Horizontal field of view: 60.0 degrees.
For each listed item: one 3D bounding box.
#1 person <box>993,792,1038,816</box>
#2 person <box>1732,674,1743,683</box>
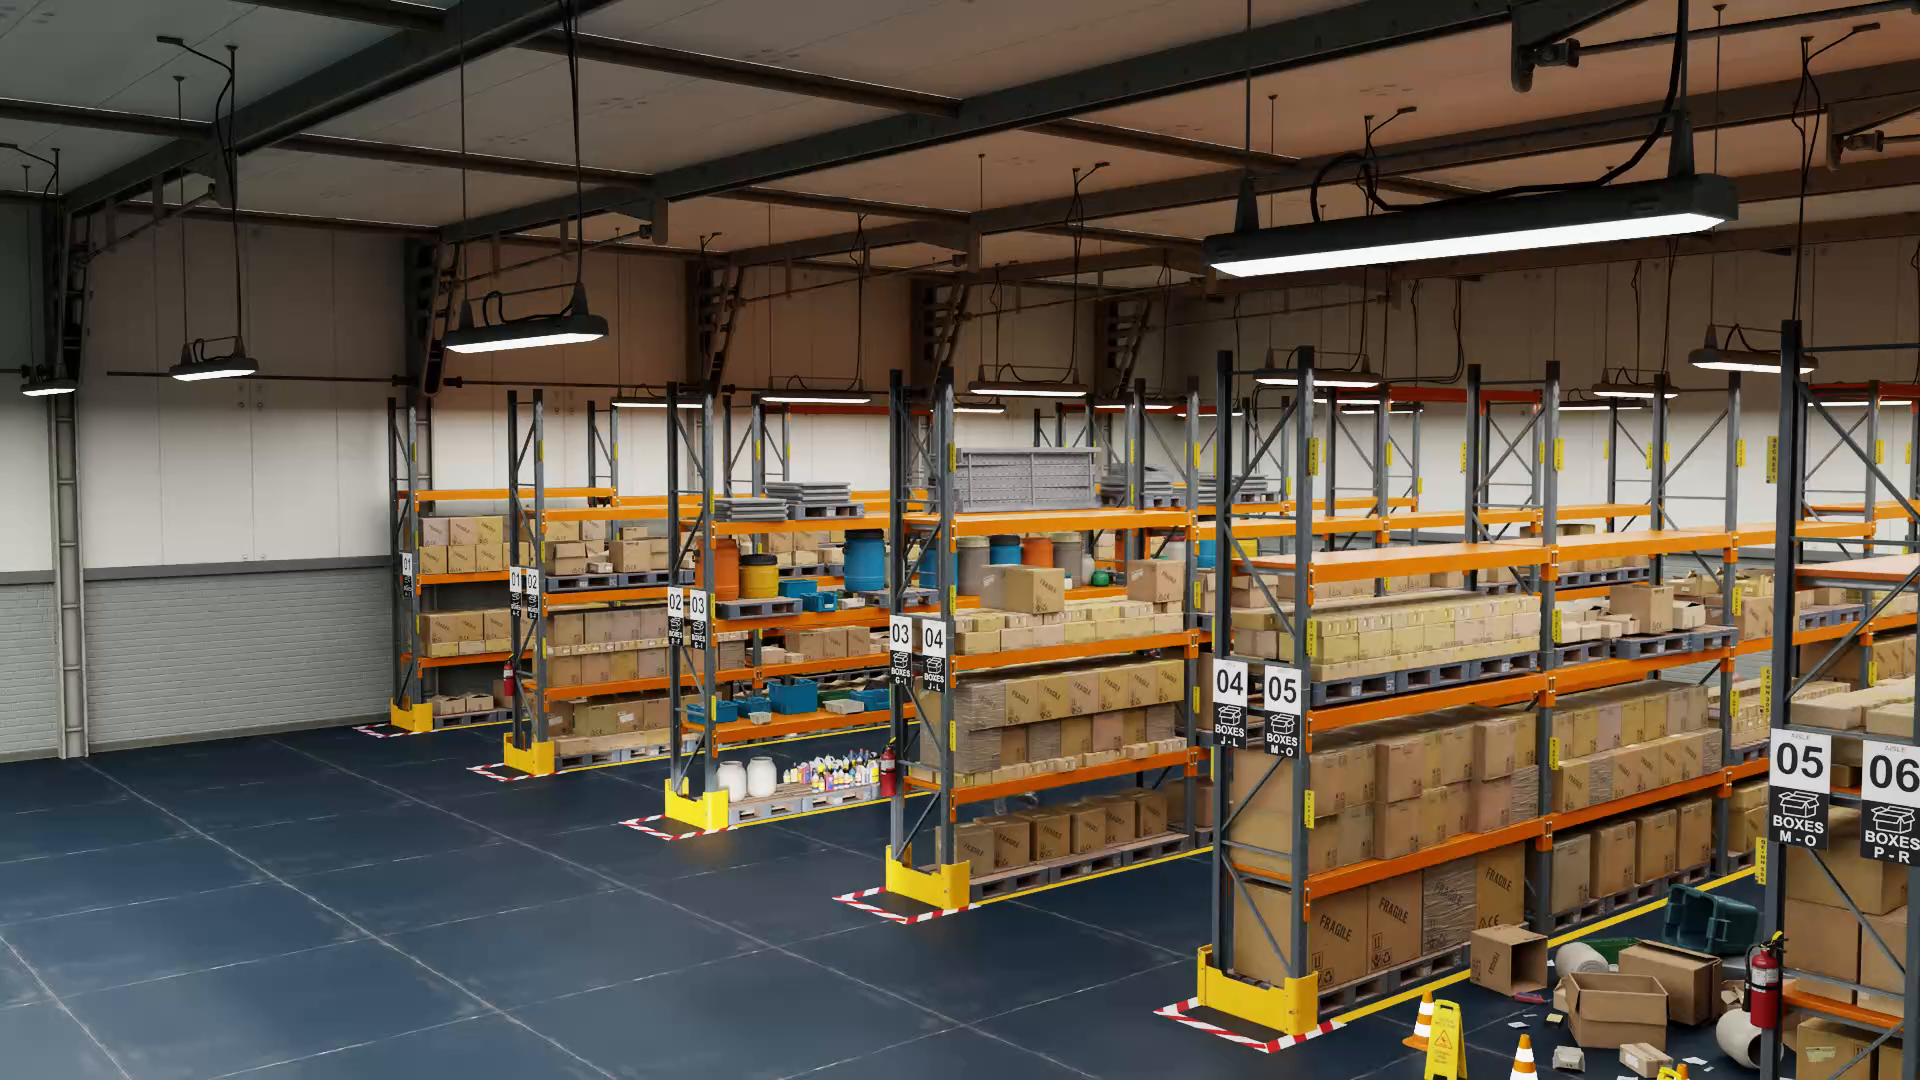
[{"bbox_3d":[0.690,2.990,22.317,0.694,1.748,0.804,3,5,44],"label":"person"},{"bbox_3d":[11.489,2.861,24.630,0.673,1.748,0.700,-3,4,-38],"label":"person"}]
